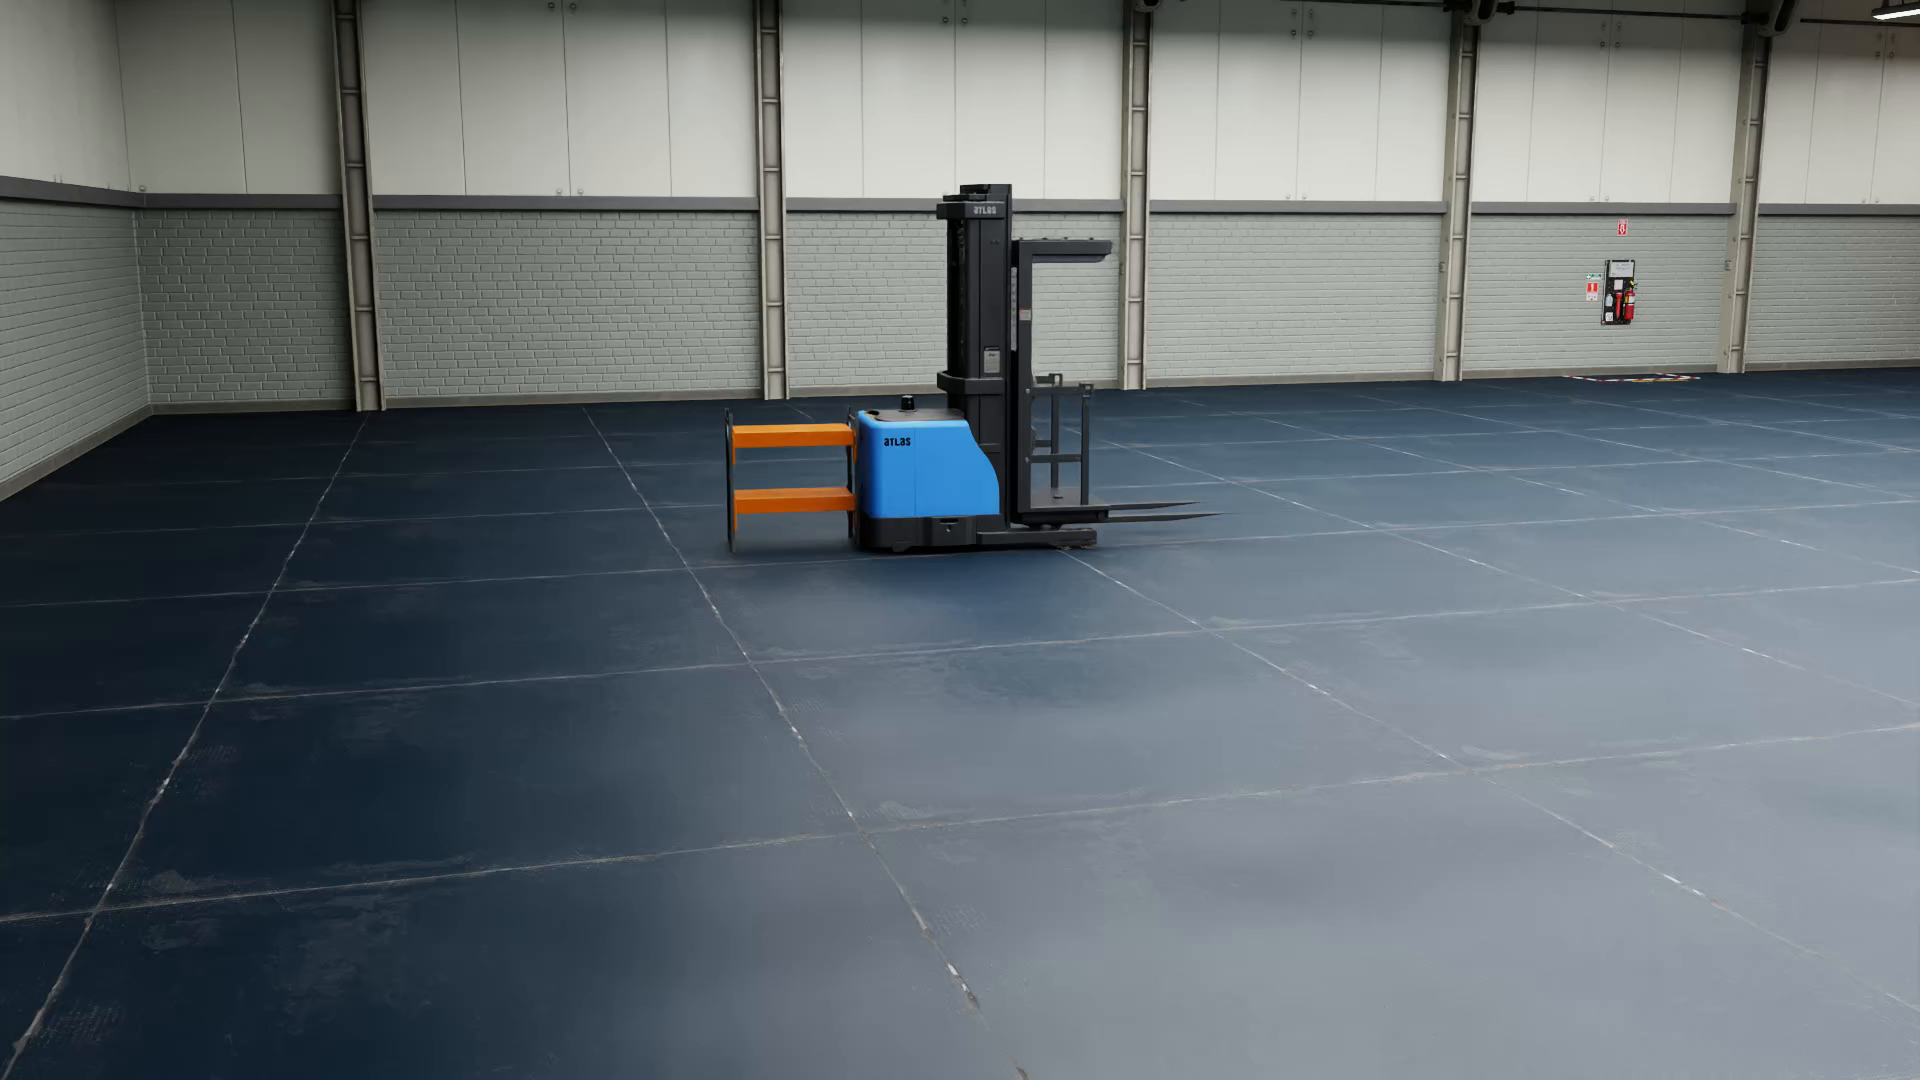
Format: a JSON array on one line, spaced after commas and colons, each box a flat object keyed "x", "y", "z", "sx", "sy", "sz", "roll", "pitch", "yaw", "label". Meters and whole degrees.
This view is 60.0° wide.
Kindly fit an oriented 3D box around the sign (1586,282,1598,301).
[{"x": 11.440, "y": -4.497, "z": 30.091, "sx": 0.234, "sy": 0.329, "sz": 0.001, "roll": -3, "pitch": 11, "yaw": -16, "label": "sign"}]

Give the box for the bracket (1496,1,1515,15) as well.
[{"x": 9.120, "y": -8.984, "z": 28.052, "sx": 0.430, "sy": 0.232, "sz": 0.235, "roll": -3, "pitch": 11, "yaw": -16, "label": "bracket"}]

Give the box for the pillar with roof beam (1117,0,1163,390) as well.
[{"x": 4.065, "y": -6.203, "z": 22.885, "sx": 0.548, "sy": 9.000, "sz": 9.100, "roll": -3, "pitch": 11, "yaw": -16, "label": "pillar with roof beam"}]

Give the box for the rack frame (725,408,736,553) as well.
[{"x": -1.884, "y": -0.494, "z": 13.622, "sx": 0.032, "sy": 1.125, "sz": 0.500, "roll": -2, "pitch": 11, "yaw": -11, "label": "rack frame"}]

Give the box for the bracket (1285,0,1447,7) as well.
[{"x": 5.833, "y": -8.811, "z": 27.111, "sx": 4.783, "sy": 0.066, "sz": 0.076, "roll": -3, "pitch": 11, "yaw": -16, "label": "bracket"}]

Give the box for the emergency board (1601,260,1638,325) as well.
[{"x": 12.000, "y": -4.490, "z": 30.149, "sx": 0.643, "sy": 1.169, "sz": 0.194, "roll": -3, "pitch": 11, "yaw": -16, "label": "emergency board"}]

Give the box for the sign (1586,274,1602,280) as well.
[{"x": 11.447, "y": -4.756, "z": 30.036, "sx": 0.331, "sy": 0.109, "sz": 0.001, "roll": -3, "pitch": 11, "yaw": -16, "label": "sign"}]

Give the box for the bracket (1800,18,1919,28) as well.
[{"x": 17.355, "y": -9.418, "z": 30.410, "sx": 4.783, "sy": 0.066, "sz": 0.076, "roll": -3, "pitch": 11, "yaw": -16, "label": "bracket"}]

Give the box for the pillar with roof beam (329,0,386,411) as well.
[{"x": -7.457, "y": -5.596, "z": 19.586, "sx": 0.400, "sy": 9.000, "sz": 9.100, "roll": -3, "pitch": 11, "yaw": -16, "label": "pillar with roof beam"}]

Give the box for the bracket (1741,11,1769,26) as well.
[{"x": 14.084, "y": -9.246, "z": 29.474, "sx": 0.430, "sy": 0.232, "sz": 0.235, "roll": -3, "pitch": 11, "yaw": -16, "label": "bracket"}]

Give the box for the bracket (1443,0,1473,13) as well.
[{"x": 8.323, "y": -8.942, "z": 27.824, "sx": 0.430, "sy": 0.232, "sz": 0.235, "roll": -3, "pitch": 11, "yaw": -16, "label": "bracket"}]

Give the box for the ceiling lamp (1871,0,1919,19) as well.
[{"x": 14.353, "y": -9.492, "z": 24.631, "sx": 0.800, "sy": 3.185, "sz": 2.000, "roll": -3, "pitch": 11, "yaw": -16, "label": "ceiling lamp"}]

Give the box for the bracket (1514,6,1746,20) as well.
[{"x": 11.594, "y": -9.115, "z": 28.761, "sx": 4.783, "sy": 0.066, "sz": 0.076, "roll": -3, "pitch": 11, "yaw": -16, "label": "bracket"}]

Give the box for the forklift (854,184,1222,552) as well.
[{"x": 0.664, "y": -1.452, "z": 13.841, "sx": 3.031, "sy": 2.935, "sz": 1.130, "roll": -2, "pitch": 11, "yaw": -11, "label": "forklift"}]

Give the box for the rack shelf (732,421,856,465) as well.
[{"x": -1.385, "y": -0.800, "z": 13.666, "sx": 1.000, "sy": 0.278, "sz": 0.538, "roll": -2, "pitch": 11, "yaw": -11, "label": "rack shelf"}]

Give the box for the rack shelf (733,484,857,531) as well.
[{"x": -1.385, "y": -0.271, "z": 13.763, "sx": 1.000, "sy": 0.278, "sz": 0.538, "roll": -2, "pitch": 11, "yaw": -11, "label": "rack shelf"}]

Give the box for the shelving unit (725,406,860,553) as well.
[{"x": -1.385, "y": -0.512, "z": 13.719, "sx": 1.048, "sy": 1.125, "sz": 0.538, "roll": -2, "pitch": 11, "yaw": -11, "label": "shelving unit"}]

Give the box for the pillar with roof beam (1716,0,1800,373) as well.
[{"x": 15.586, "y": -6.810, "z": 26.184, "sx": 0.548, "sy": 9.000, "sz": 9.100, "roll": -3, "pitch": 11, "yaw": -16, "label": "pillar with roof beam"}]

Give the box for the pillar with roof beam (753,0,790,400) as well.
[{"x": -1.696, "y": -5.899, "z": 21.236, "sx": 0.400, "sy": 9.000, "sz": 9.100, "roll": -3, "pitch": 11, "yaw": -16, "label": "pillar with roof beam"}]

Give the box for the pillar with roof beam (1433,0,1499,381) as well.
[{"x": 9.826, "y": -6.506, "z": 24.534, "sx": 0.548, "sy": 9.000, "sz": 9.100, "roll": -3, "pitch": 11, "yaw": -16, "label": "pillar with roof beam"}]

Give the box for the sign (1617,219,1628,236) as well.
[{"x": 11.964, "y": -5.647, "z": 30.031, "sx": 0.199, "sy": 0.298, "sz": 0.001, "roll": -3, "pitch": 11, "yaw": -16, "label": "sign"}]

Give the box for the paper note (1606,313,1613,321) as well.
[{"x": 11.811, "y": -4.059, "z": 30.245, "sx": 0.142, "sy": 0.148, "sz": 0.016, "roll": -3, "pitch": 11, "yaw": -16, "label": "paper note"}]

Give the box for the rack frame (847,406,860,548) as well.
[{"x": -0.886, "y": -0.530, "z": 13.816, "sx": 0.032, "sy": 1.125, "sz": 0.500, "roll": -2, "pitch": 11, "yaw": -11, "label": "rack frame"}]
